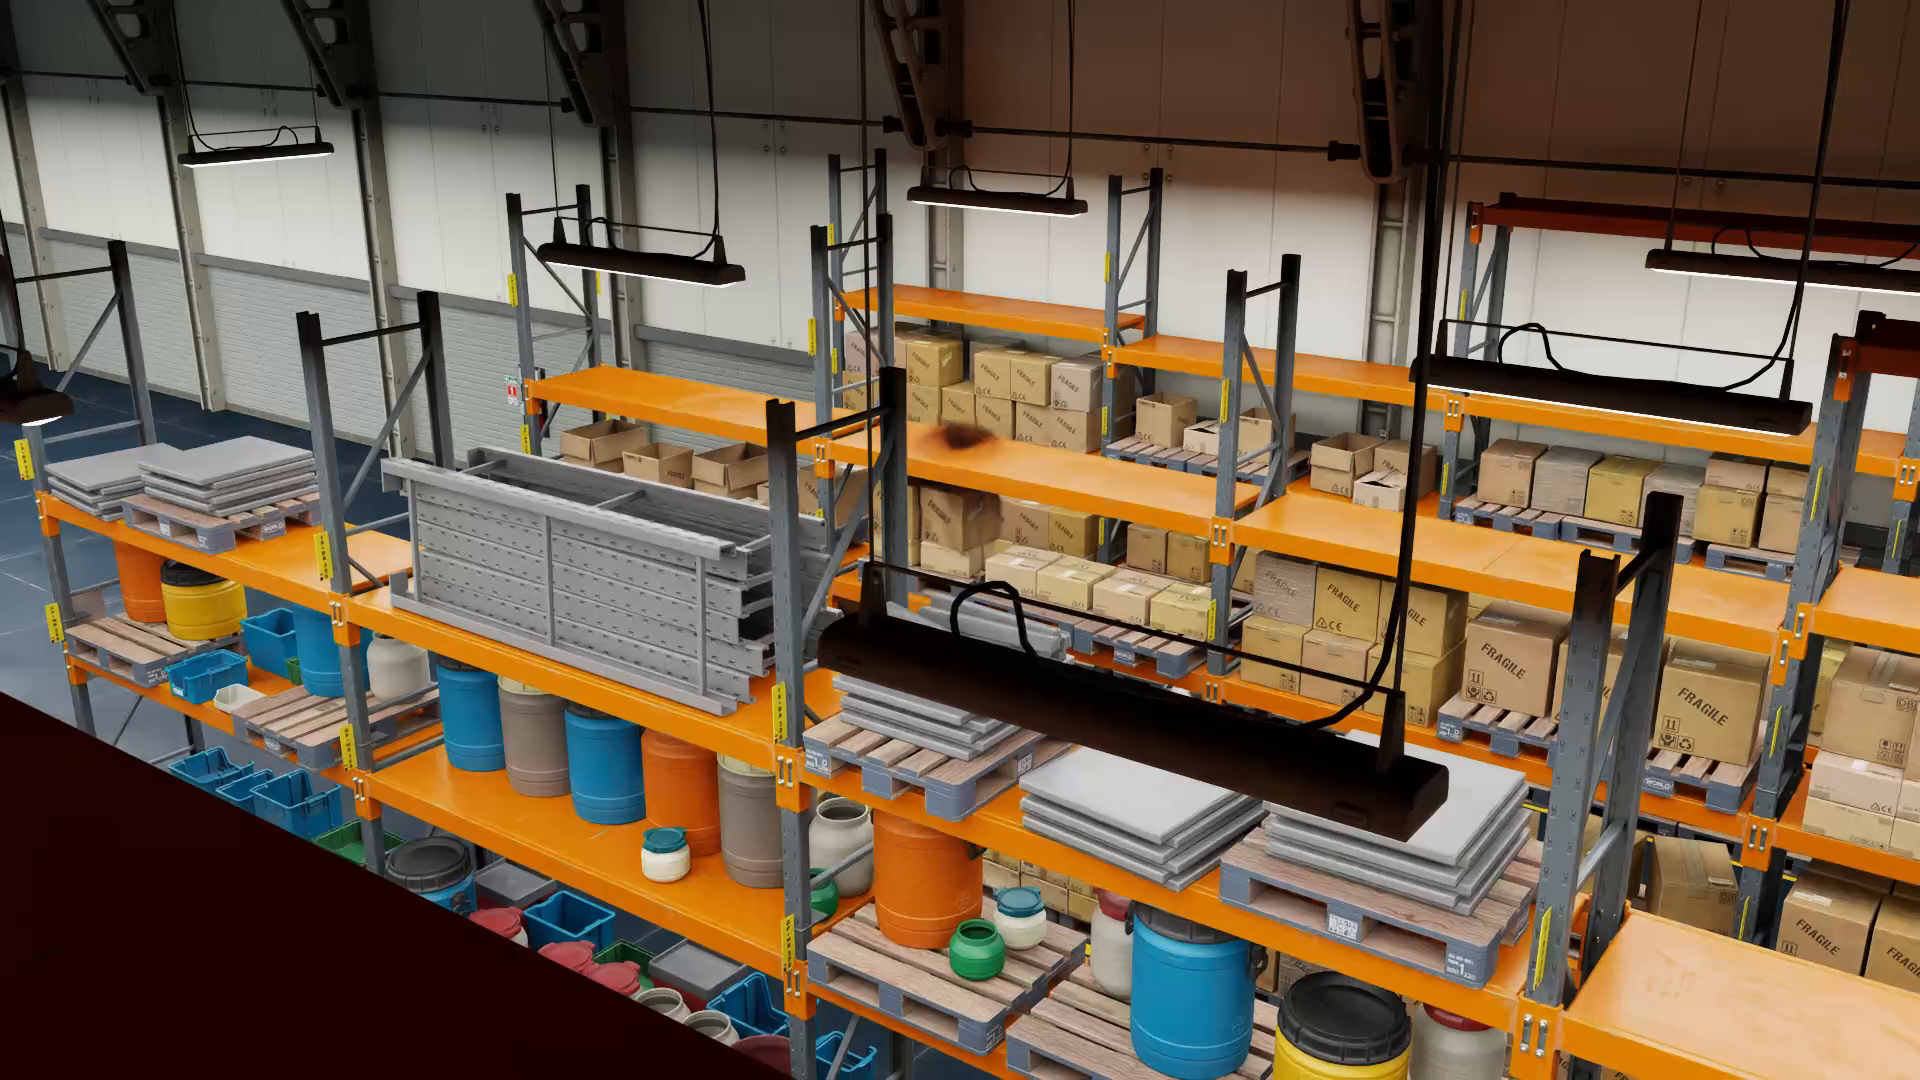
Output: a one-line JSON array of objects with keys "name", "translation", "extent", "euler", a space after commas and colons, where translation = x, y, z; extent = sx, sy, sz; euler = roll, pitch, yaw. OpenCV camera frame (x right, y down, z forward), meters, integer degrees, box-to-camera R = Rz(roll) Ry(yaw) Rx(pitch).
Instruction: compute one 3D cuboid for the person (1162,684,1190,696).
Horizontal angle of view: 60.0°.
[{"name": "person", "translation": [2.231, 1.883, 16.863], "extent": [0.658, 1.660, 0.569], "euler": [13, 23, 34]}]
